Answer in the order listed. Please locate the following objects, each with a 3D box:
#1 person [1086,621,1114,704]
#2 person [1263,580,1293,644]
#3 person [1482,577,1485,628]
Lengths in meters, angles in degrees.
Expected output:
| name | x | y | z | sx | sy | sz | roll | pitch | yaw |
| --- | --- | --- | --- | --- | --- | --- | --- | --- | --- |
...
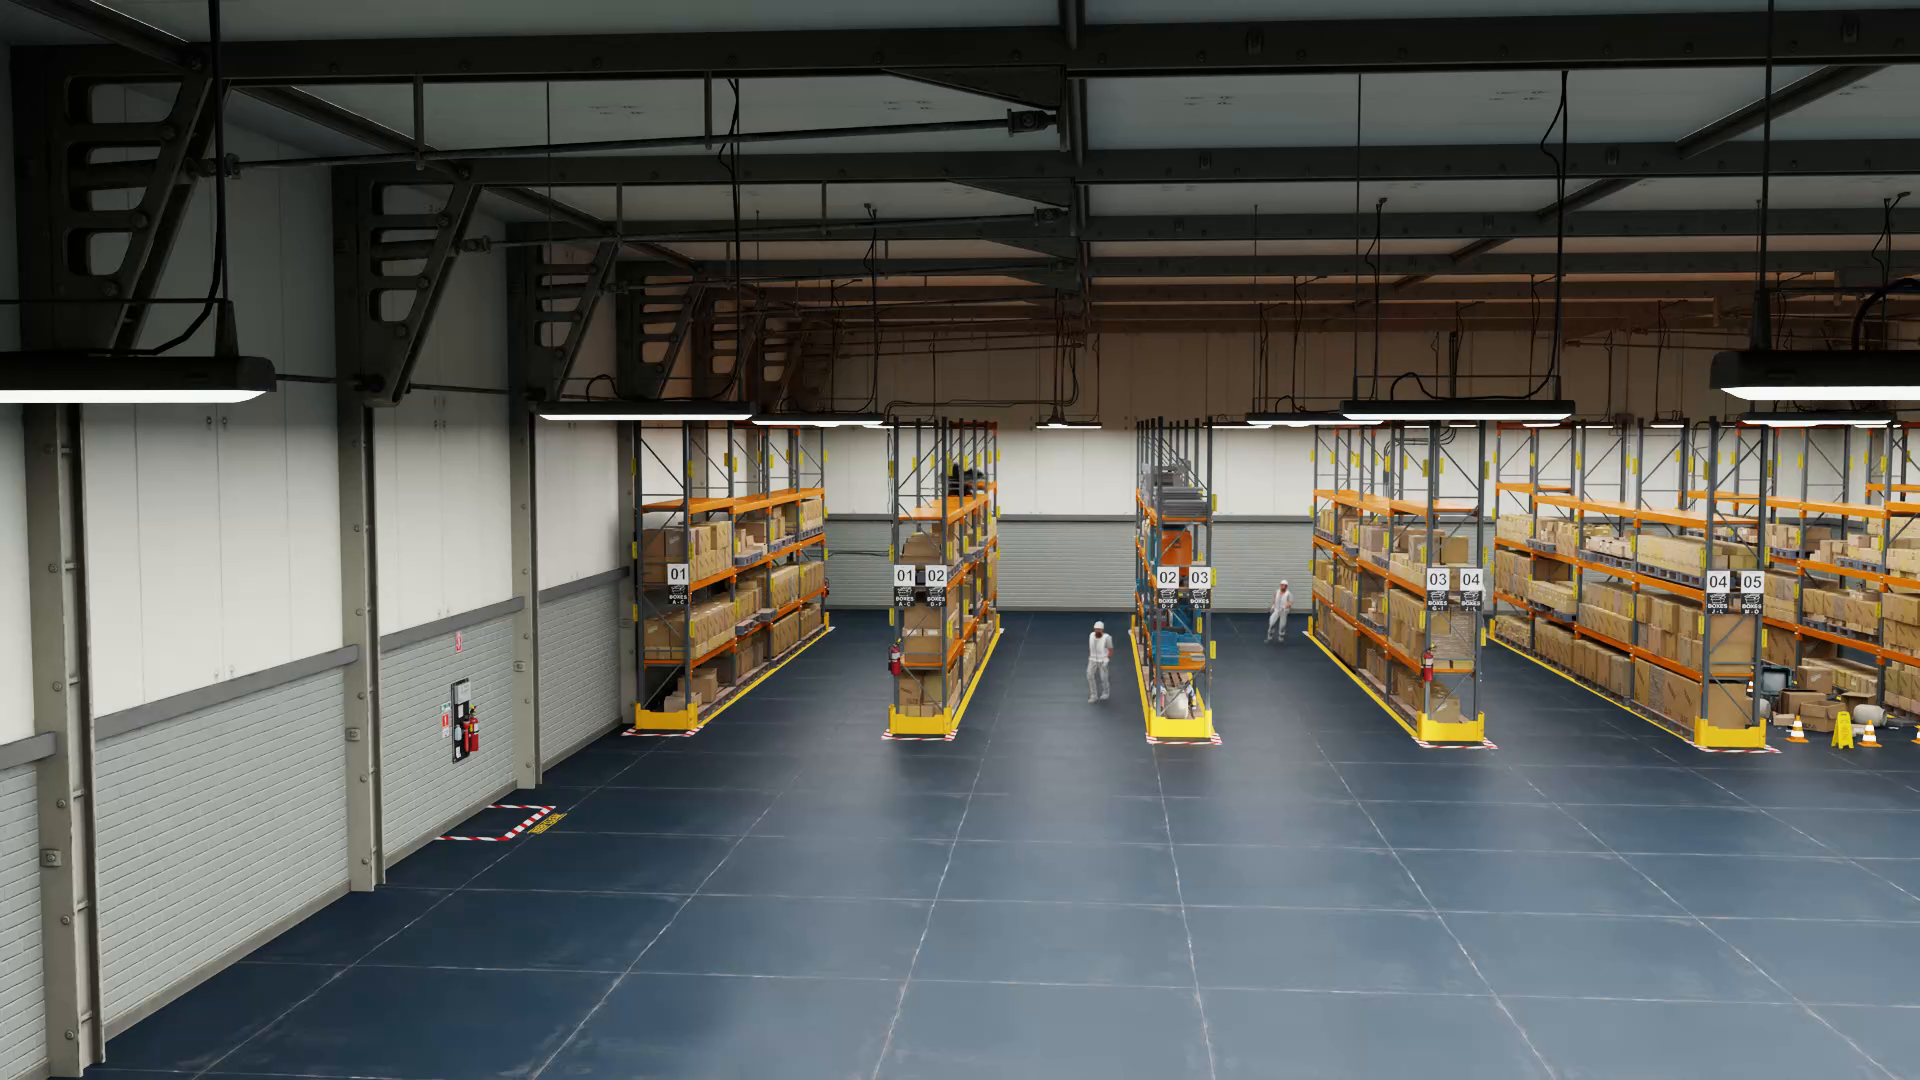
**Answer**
| name | x | y | z | sx | sy | sz | roll | pitch | yaw |
| --- | --- | --- | --- | --- | --- | --- | --- | --- | --- |
| person | 2.955 | 2.560 | 35.119 | 0.671 | 1.735 | 0.812 | 2 | 4 | 25 |
| person | 8.539 | 1.923 | 44.413 | 0.746 | 1.723 | 0.797 | 2 | 4 | 30 |
| person | 14.708 | 1.826 | 47.177 | 0.670 | 1.701 | 0.608 | -2 | 4 | -23 |
